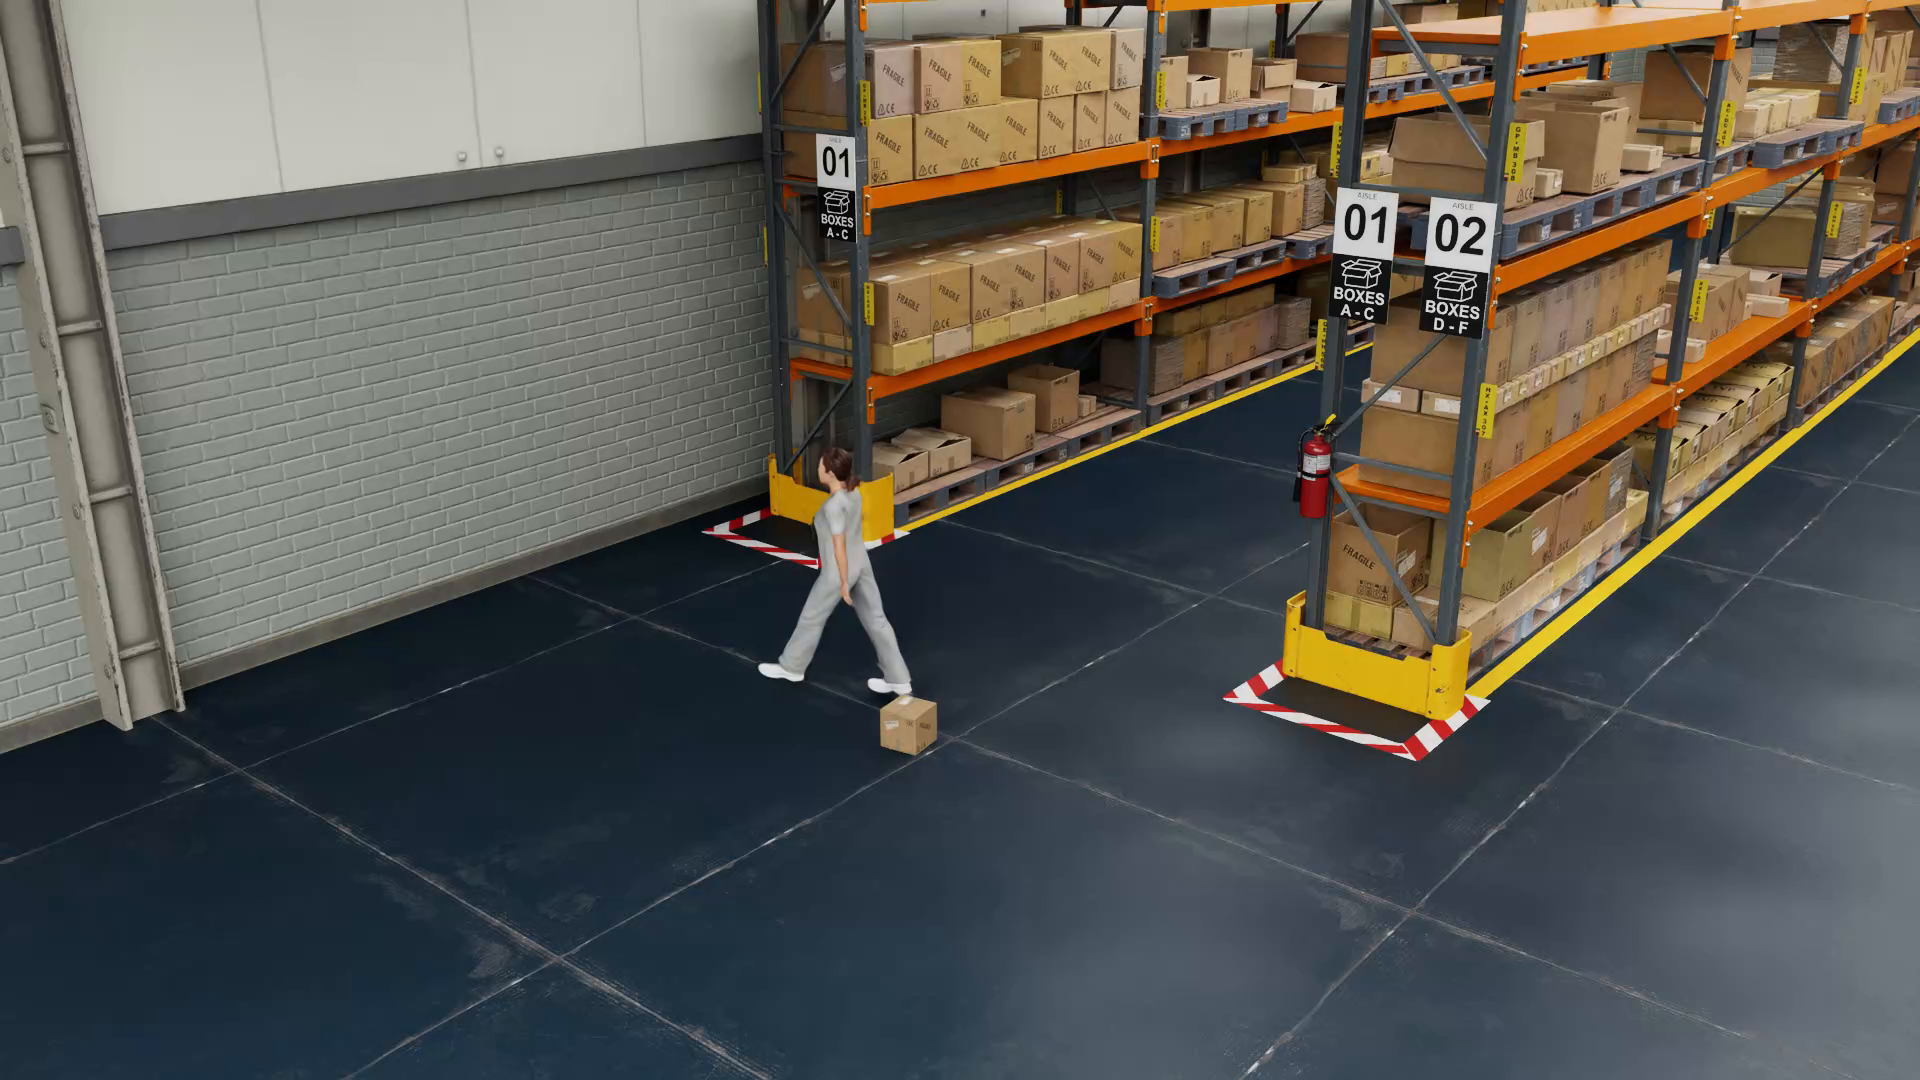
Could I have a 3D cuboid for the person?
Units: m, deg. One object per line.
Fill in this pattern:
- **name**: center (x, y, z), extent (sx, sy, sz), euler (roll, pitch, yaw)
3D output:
- **person**: center (-0.784, 0.178, 10.584), extent (1.042, 1.594, 0.446), euler (10, 22, 24)
